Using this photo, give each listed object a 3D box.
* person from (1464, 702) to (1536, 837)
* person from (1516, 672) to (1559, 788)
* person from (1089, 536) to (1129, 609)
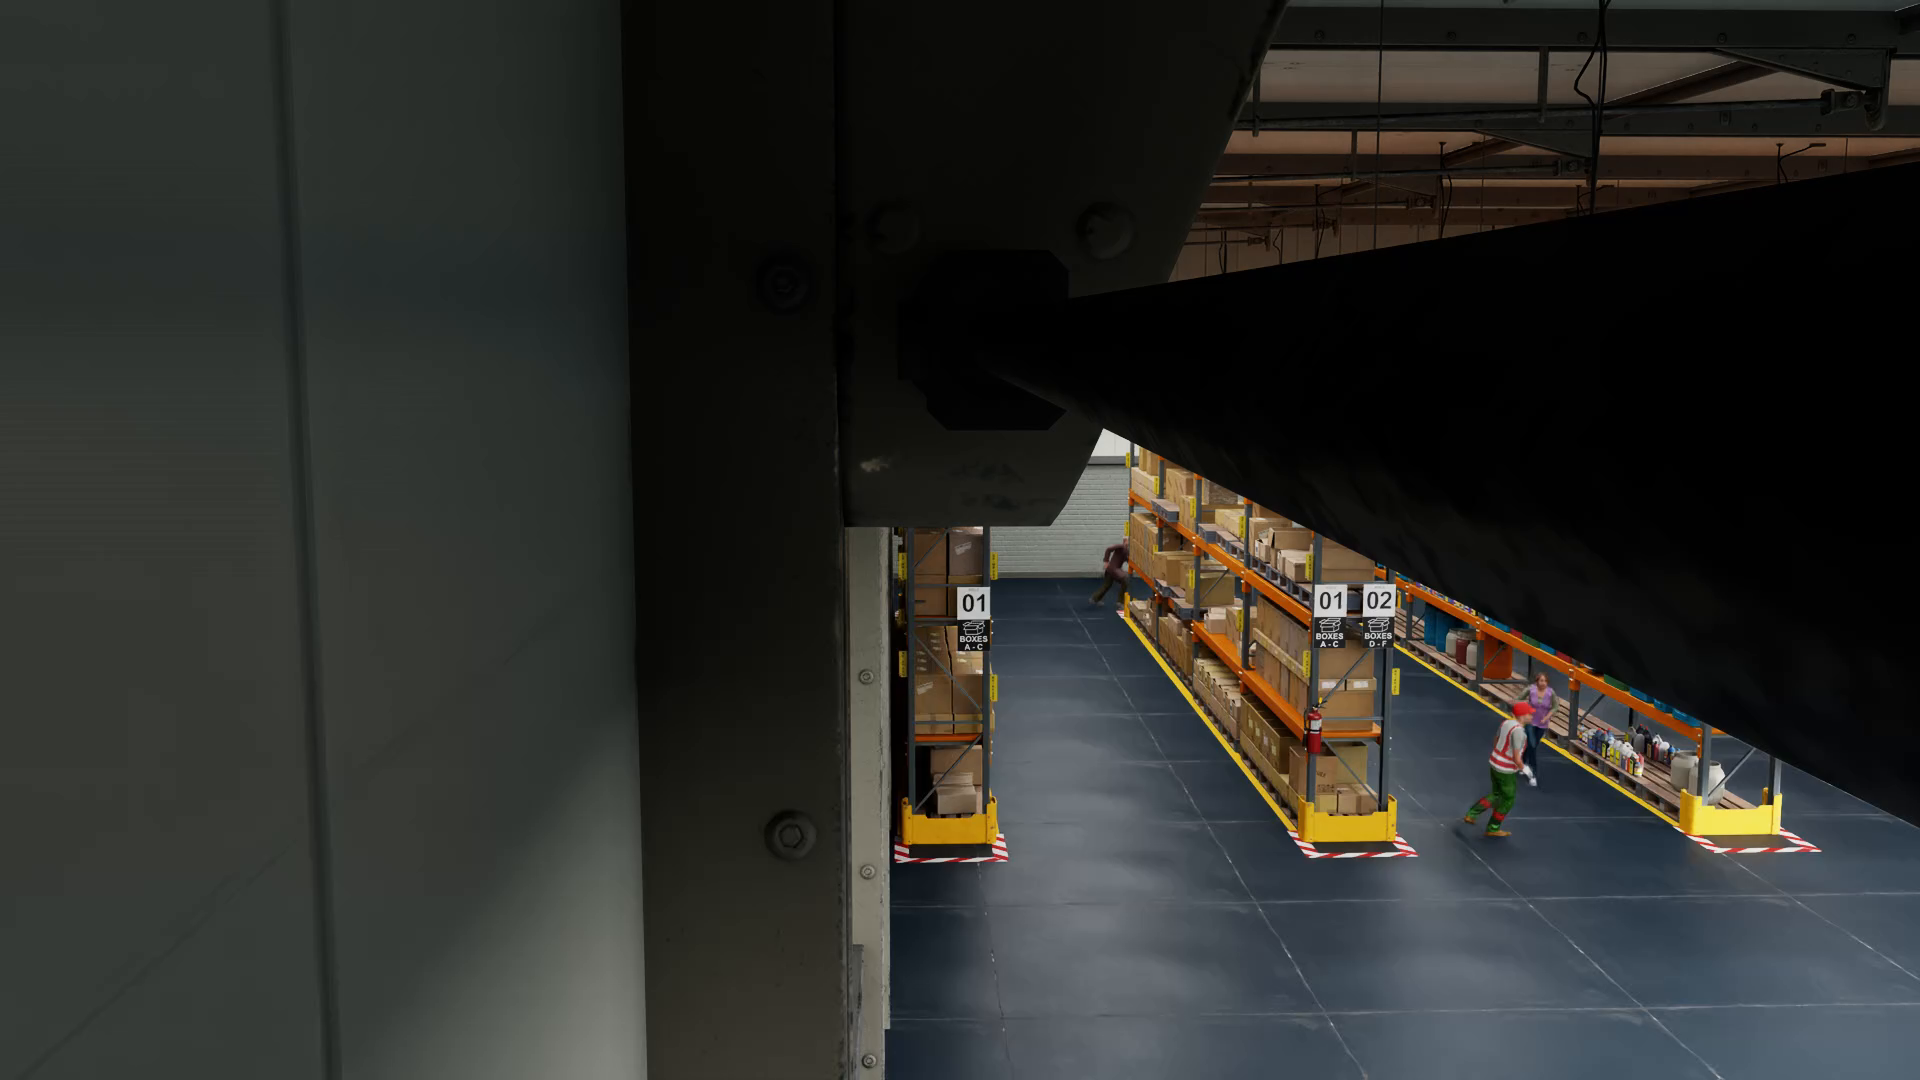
[{"bbox_3d":[6.707,2.846,20.648,0.785,1.718,0.638,0,7,1],"label":"person"},{"bbox_3d":[8.039,2.594,23.221,0.552,1.619,0.767,0,7,4],"label":"person"},{"bbox_3d":[3.466,0.717,37.479,1.117,1.696,0.683,1,7,9],"label":"person"}]
